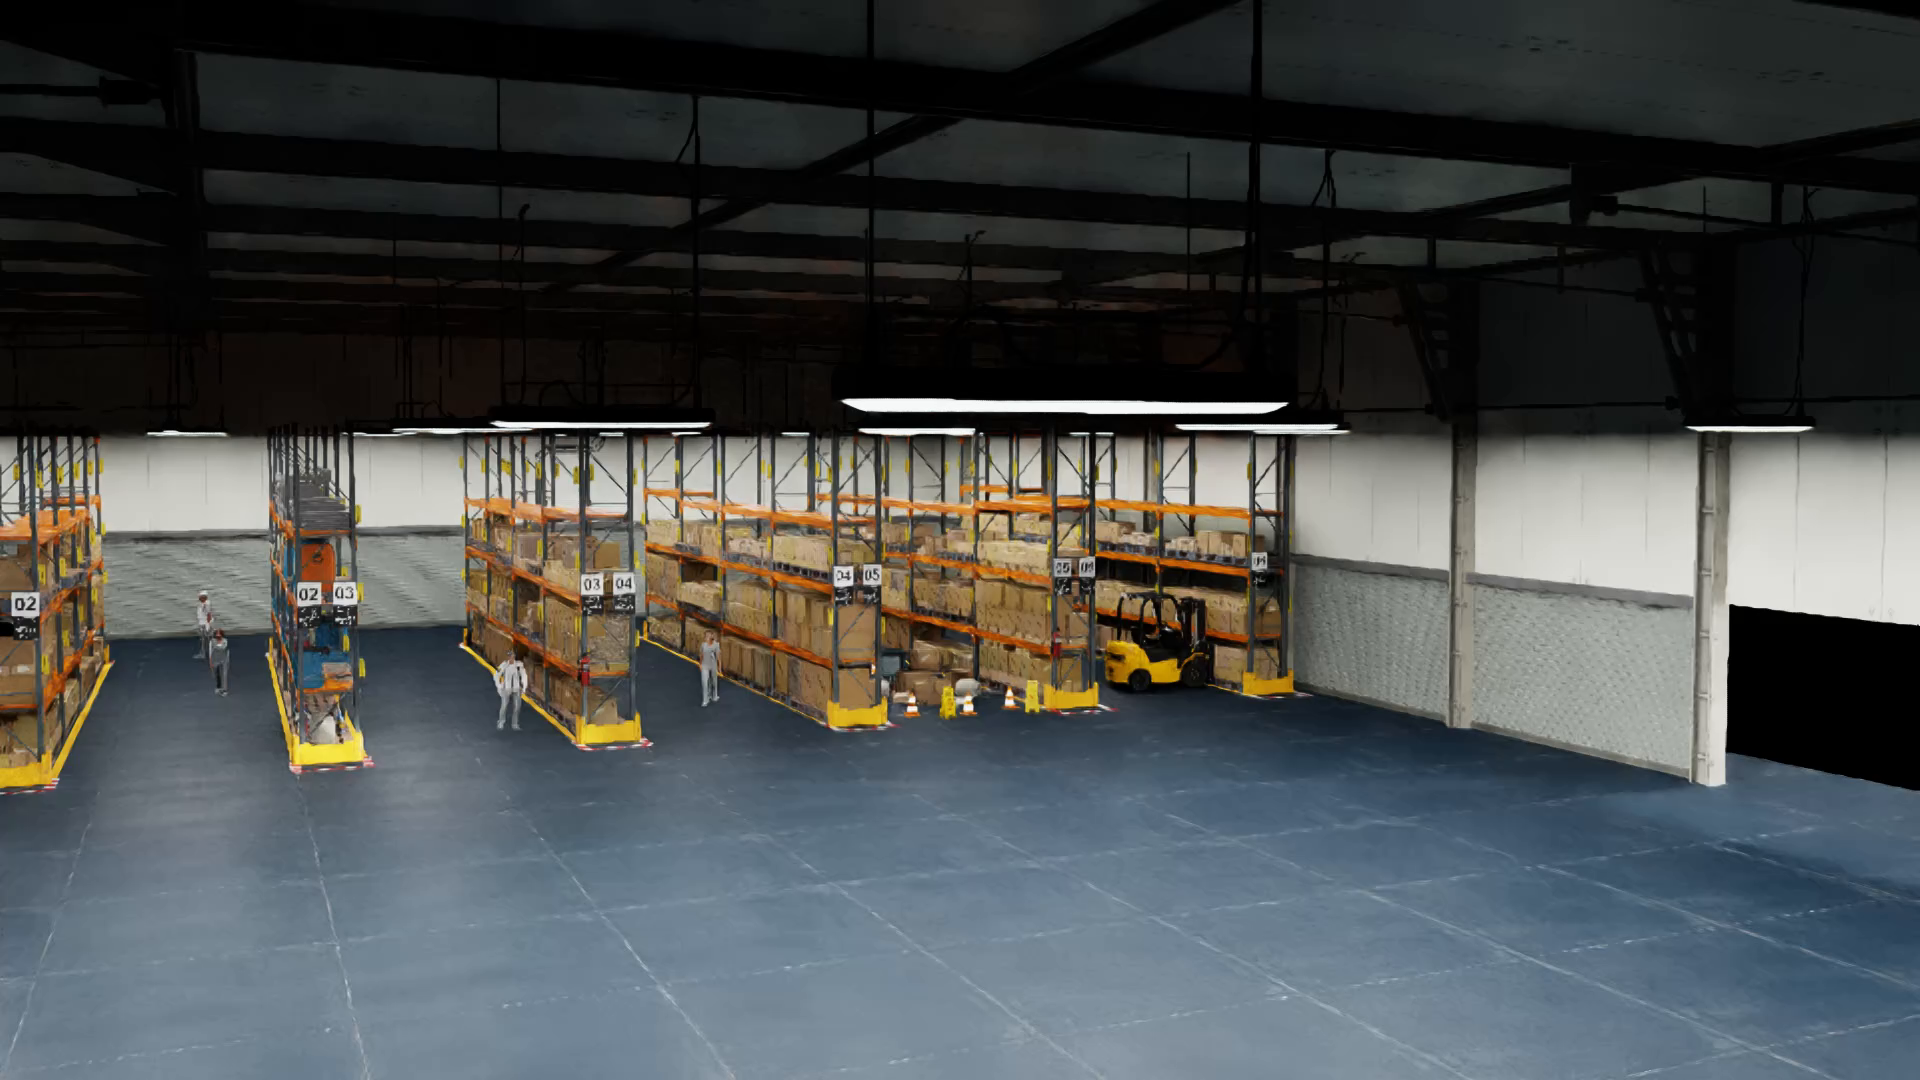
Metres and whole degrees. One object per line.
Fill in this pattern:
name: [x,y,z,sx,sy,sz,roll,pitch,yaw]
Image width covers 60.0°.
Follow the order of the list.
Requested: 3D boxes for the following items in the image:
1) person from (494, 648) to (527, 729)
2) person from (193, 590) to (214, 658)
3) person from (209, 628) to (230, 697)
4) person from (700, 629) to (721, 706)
person: [-8.821,2.919,32.657,0.639,1.632,0.496,-2,4,-26]
person: [-19.642,2.186,43.293,0.531,1.787,0.645,-3,5,-40]
person: [-16.446,2.695,36.909,0.417,1.517,1.037,-1,4,-22]
person: [-5.368,2.721,35.780,0.463,1.620,0.924,0,4,-8]
